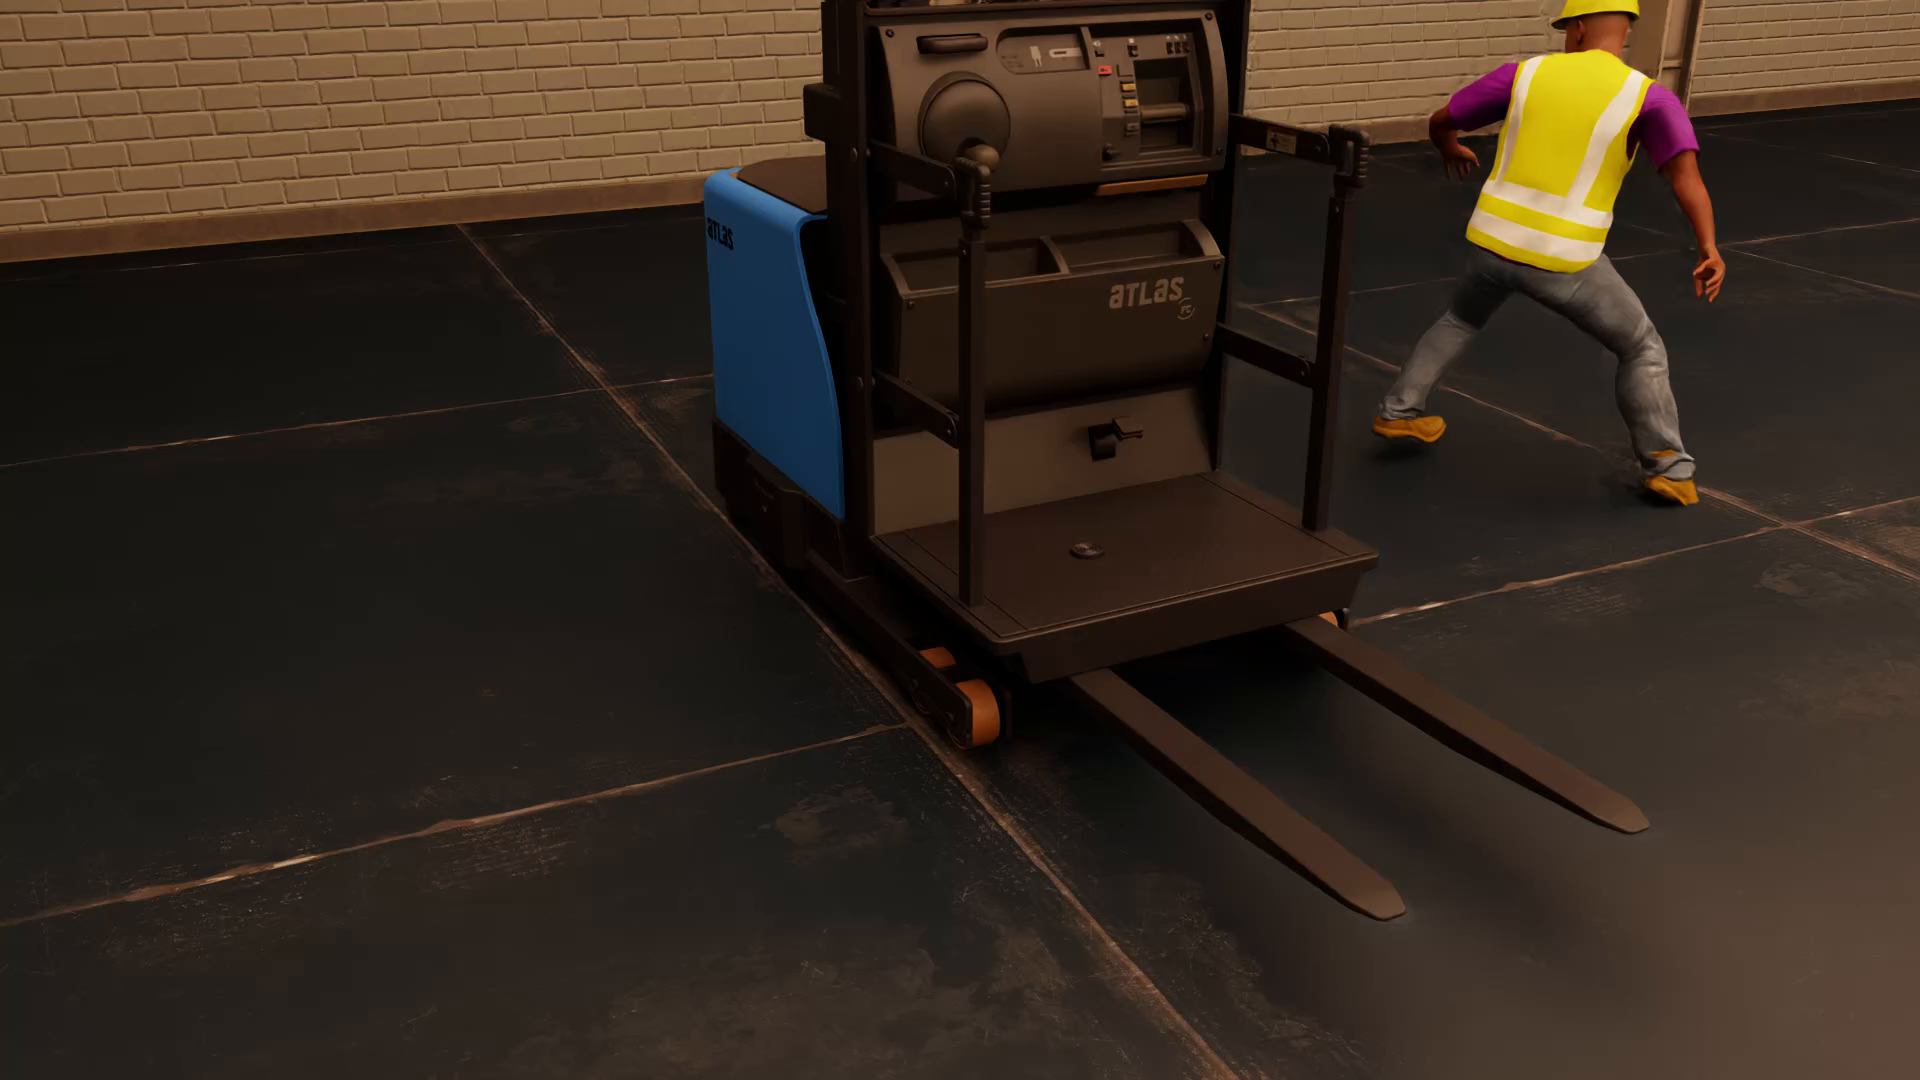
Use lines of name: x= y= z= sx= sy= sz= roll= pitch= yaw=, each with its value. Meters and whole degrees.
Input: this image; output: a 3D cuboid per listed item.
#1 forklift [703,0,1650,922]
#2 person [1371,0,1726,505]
forklift: x=0.342 y=-1.055 z=3.826 sx=1.130 sy=2.935 sz=3.031 roll=-11 pitch=25 yaw=-25
person: x=1.945 y=-0.899 z=5.340 sx=0.568 sy=1.723 sz=1.153 roll=-21 pitch=30 yaw=-40
